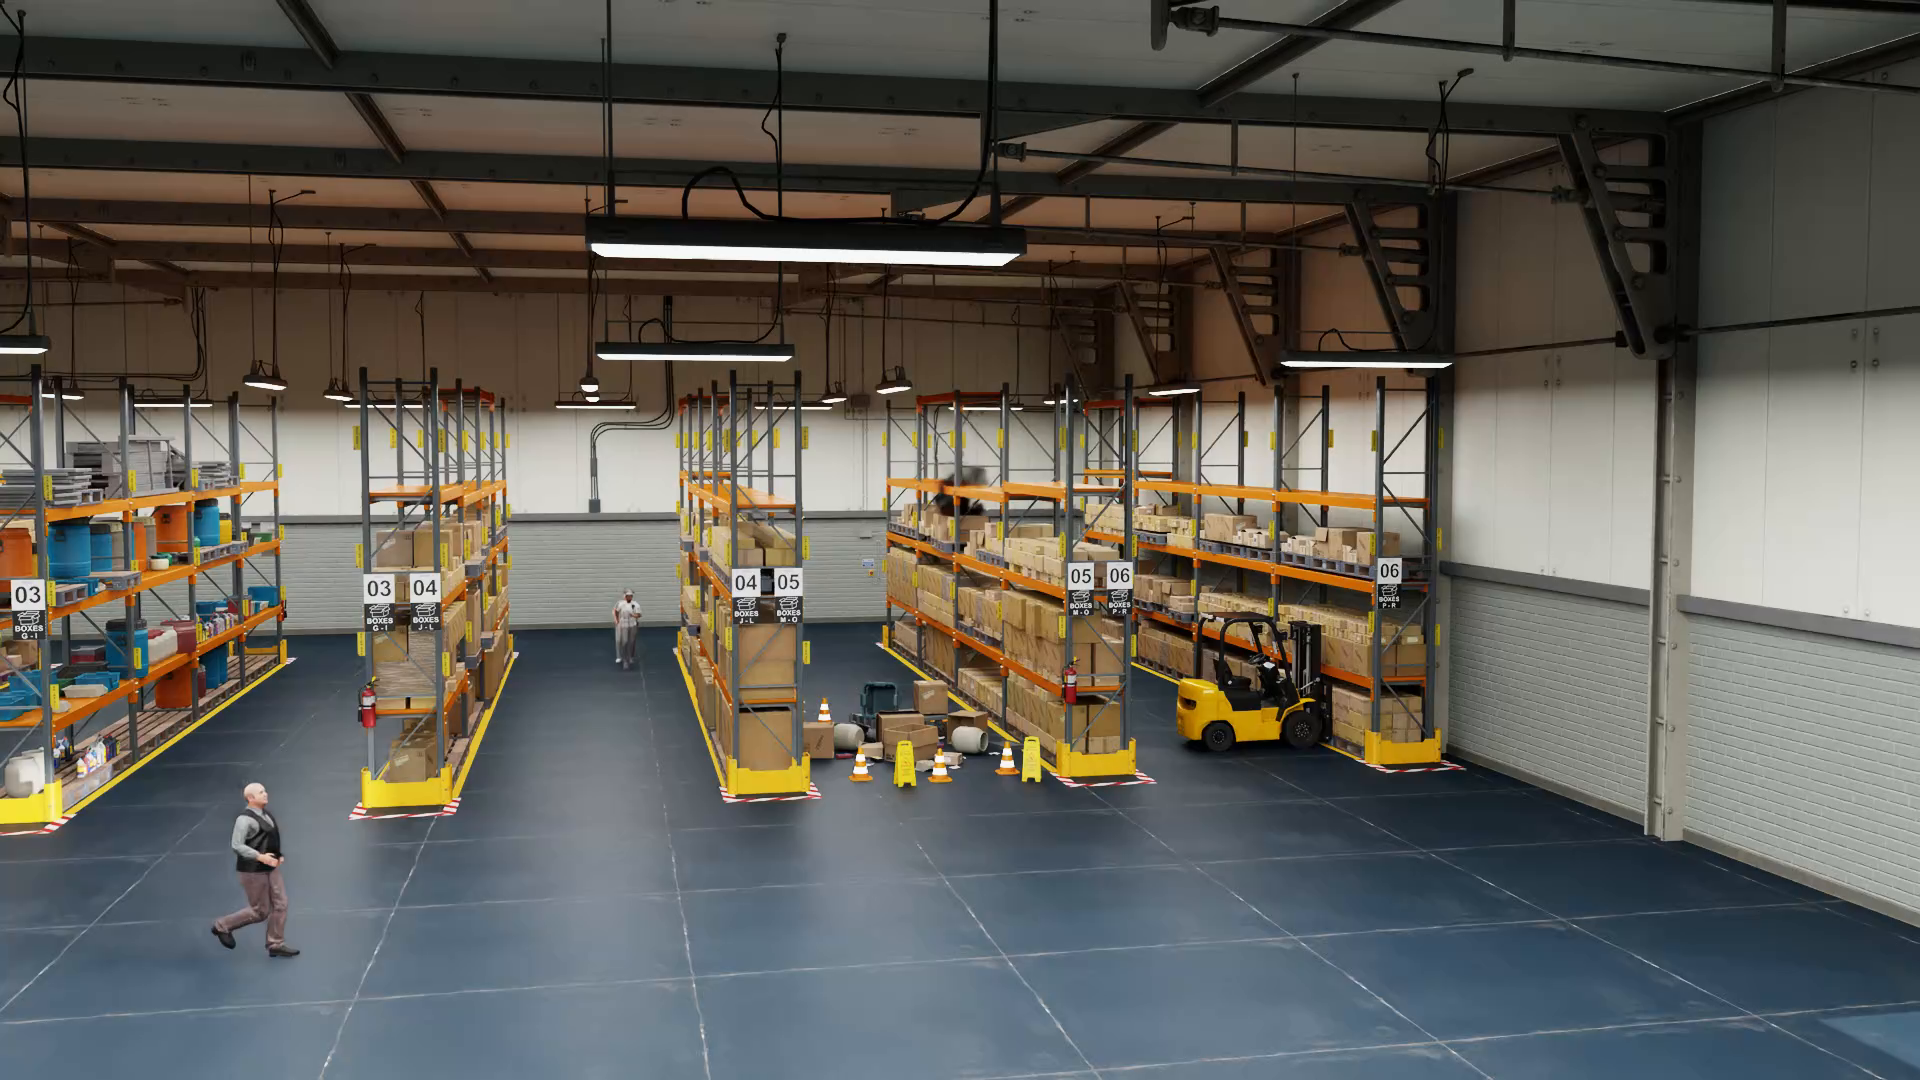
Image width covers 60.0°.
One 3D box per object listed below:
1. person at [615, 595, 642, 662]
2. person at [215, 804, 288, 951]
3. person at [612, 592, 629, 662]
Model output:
[{"bbox_3d":[-7.341,1.898,36.852,0.552,1.552,0.764,-1,4,-14],"label":"person"},{"bbox_3d":[-6.843,3.261,16.069,0.653,1.439,0.670,0,3,2],"label":"person"},{"bbox_3d":[-7.634,1.950,37.942,0.596,1.623,0.623,0,3,-1],"label":"person"}]
